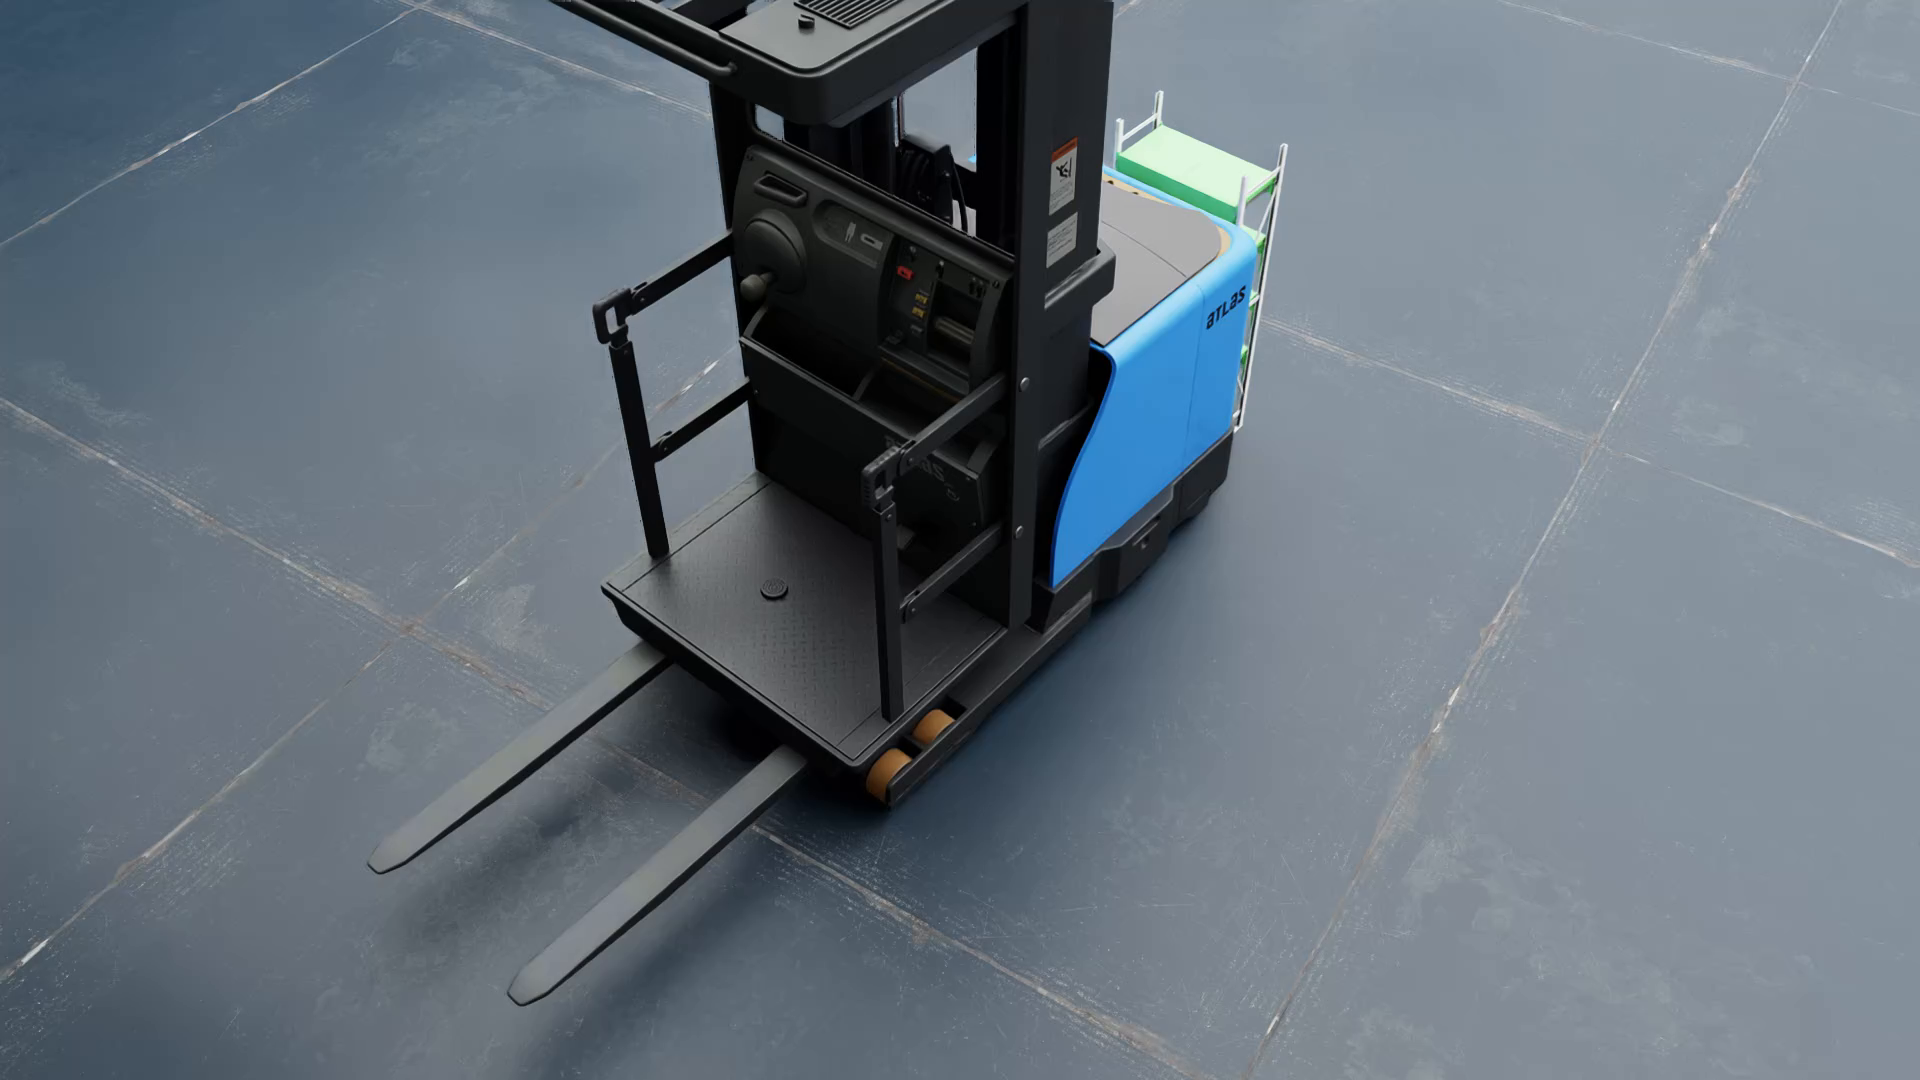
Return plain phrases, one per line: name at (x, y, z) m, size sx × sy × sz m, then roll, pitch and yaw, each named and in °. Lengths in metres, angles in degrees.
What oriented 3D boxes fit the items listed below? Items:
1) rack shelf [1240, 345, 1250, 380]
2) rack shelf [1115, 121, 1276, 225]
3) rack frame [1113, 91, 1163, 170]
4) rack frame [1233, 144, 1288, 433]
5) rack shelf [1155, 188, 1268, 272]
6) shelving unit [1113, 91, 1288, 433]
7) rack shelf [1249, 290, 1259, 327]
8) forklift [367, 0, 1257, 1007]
rack shelf at (0.776, -0.681, 5.999) m, size 0.480 × 0.148 × 0.258 m, roll 32°, pitch 54°, yaw 27°
rack shelf at (0.777, -1.183, 5.483) m, size 0.480 × 0.148 × 0.258 m, roll 32°, pitch 54°, yaw 27°
rack frame at (0.591, -1.007, 5.892) m, size 0.015 × 1.200 × 0.240 m, roll 32°, pitch 54°, yaw 27°
rack frame at (0.962, -0.779, 5.670) m, size 0.015 × 1.200 × 0.240 m, roll 32°, pitch 54°, yaw 27°
rack shelf at (0.776, -1.016, 5.655) m, size 0.480 × 0.148 × 0.258 m, roll 32°, pitch 54°, yaw 27°
shelving unit at (0.776, -0.893, 5.781) m, size 0.503 × 1.200 × 0.258 m, roll 32°, pitch 54°, yaw 27°
rack shelf at (0.776, -0.848, 5.827) m, size 0.480 × 0.148 × 0.258 m, roll 32°, pitch 54°, yaw 27°
forklift at (-0.396, -0.646, 4.334) m, size 1.130 × 2.935 × 3.031 m, roll 32°, pitch 54°, yaw 27°
